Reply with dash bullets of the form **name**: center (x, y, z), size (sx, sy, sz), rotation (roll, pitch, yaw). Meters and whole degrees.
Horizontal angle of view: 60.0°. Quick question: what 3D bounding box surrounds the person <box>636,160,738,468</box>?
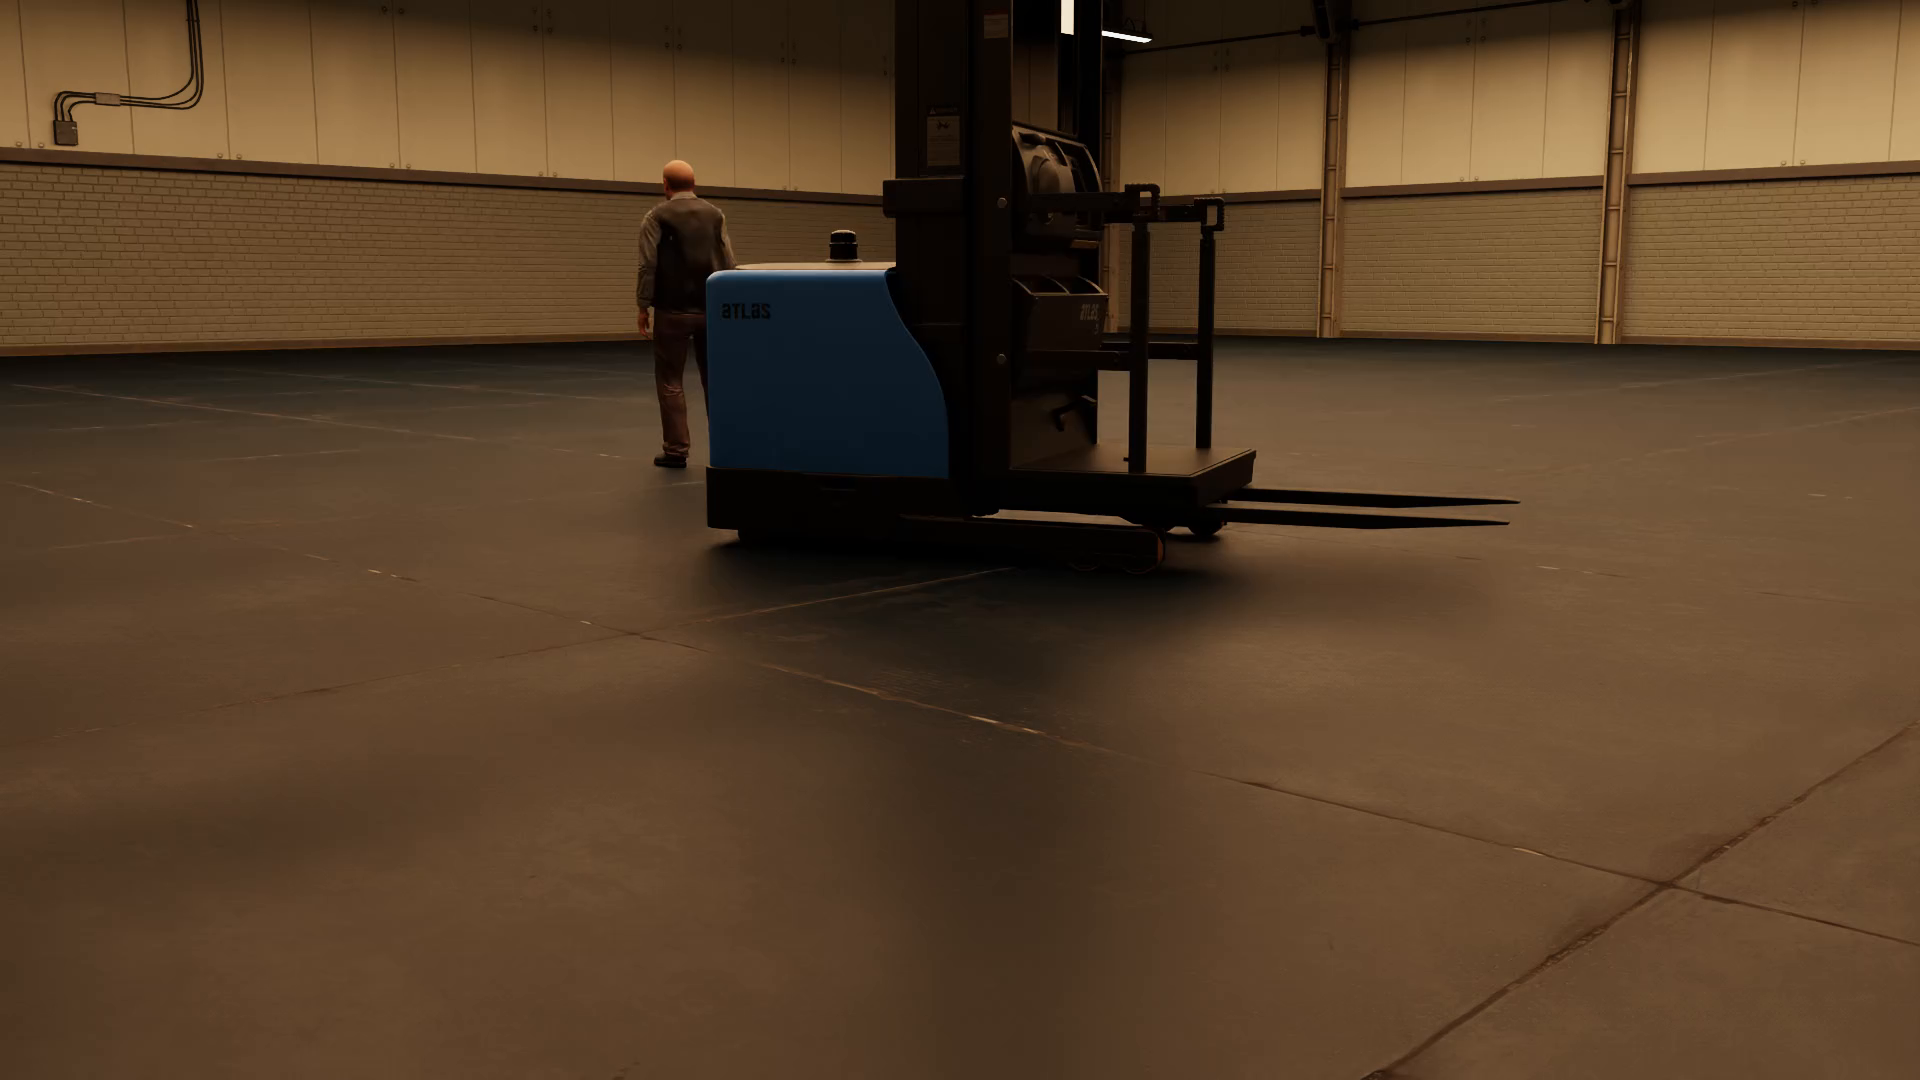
- **person**: center (-1.537, -1.279, 9.431), size (0.590, 1.722, 0.415), rotation (-5, 10, -28)

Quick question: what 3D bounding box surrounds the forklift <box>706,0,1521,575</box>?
- **forklift**: center (0.565, -1.416, 6.275), size (3.031, 2.935, 1.130), rotation (3, 9, 22)
